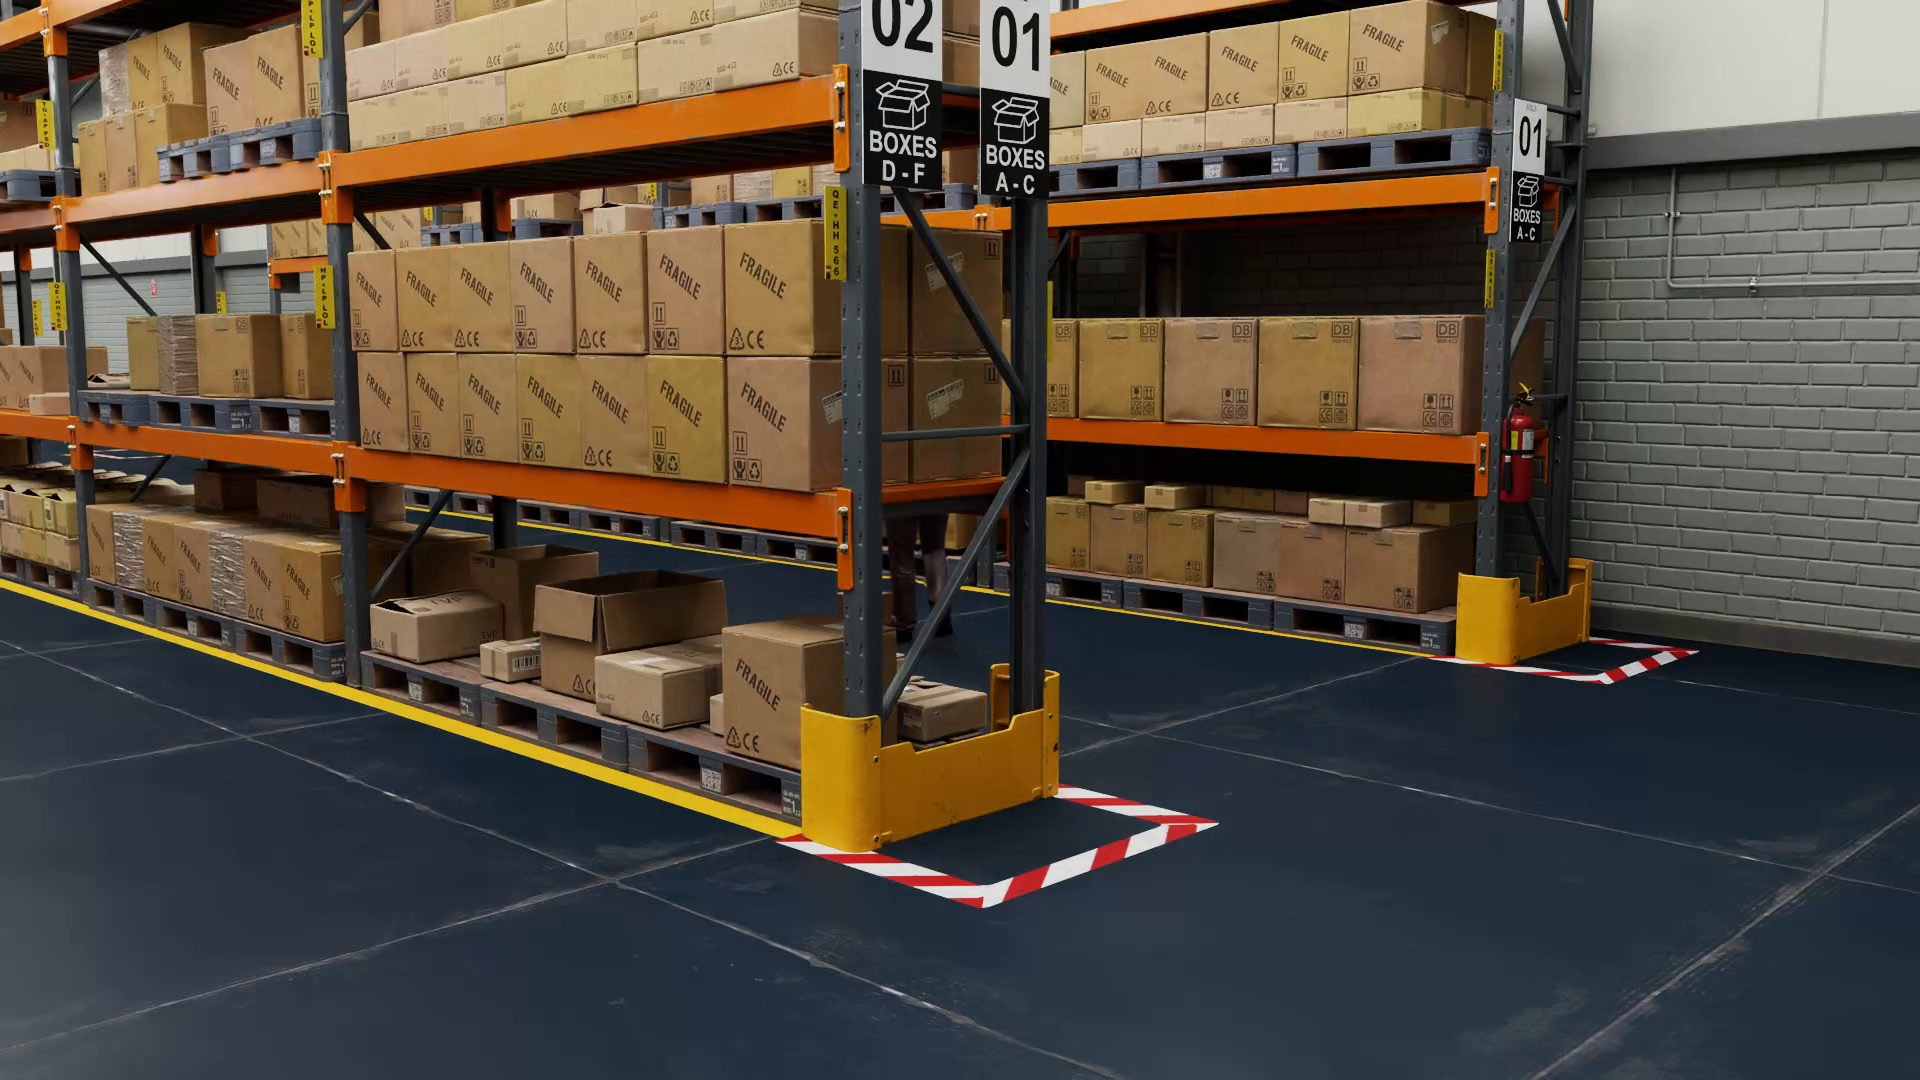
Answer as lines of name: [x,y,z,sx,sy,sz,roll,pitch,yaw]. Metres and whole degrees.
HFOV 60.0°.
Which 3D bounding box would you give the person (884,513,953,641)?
person: [-0.312,-0.236,10.312,0.553,1.738,0.531,-4,8,-30]
